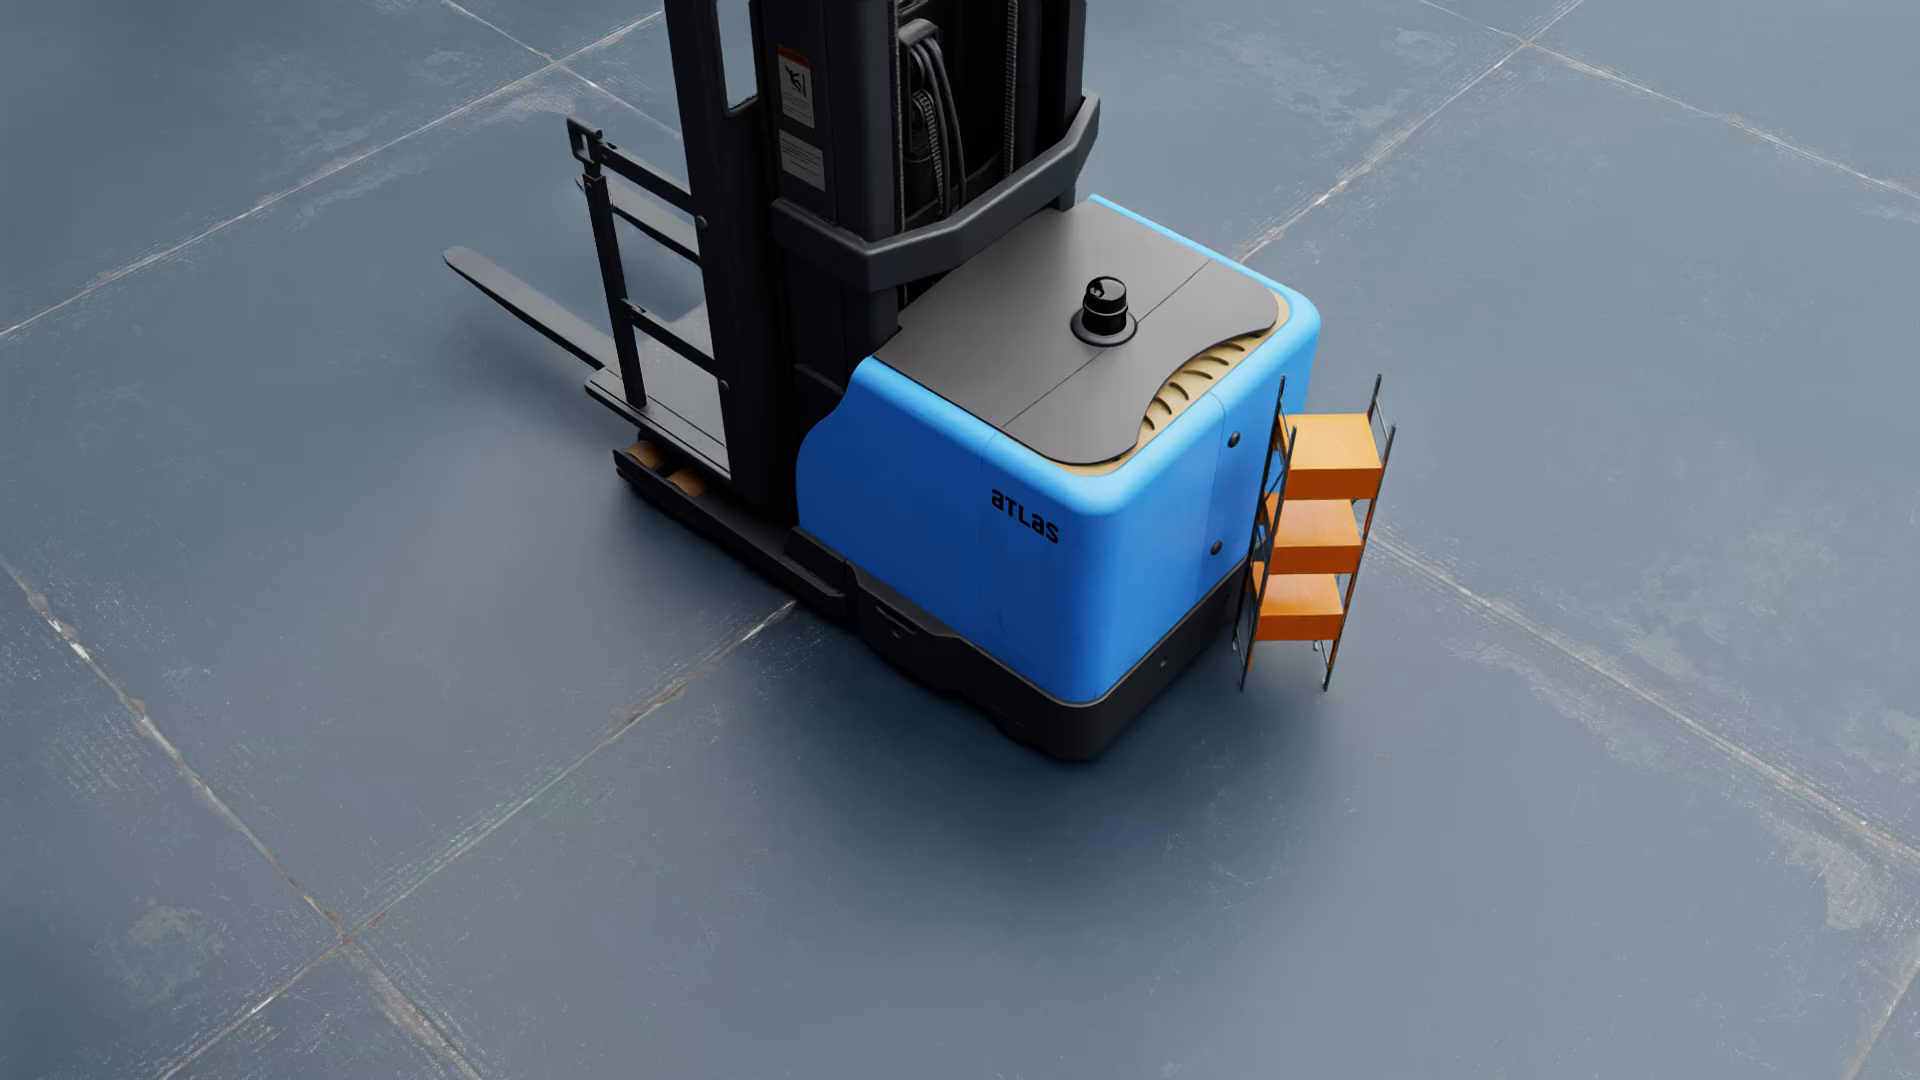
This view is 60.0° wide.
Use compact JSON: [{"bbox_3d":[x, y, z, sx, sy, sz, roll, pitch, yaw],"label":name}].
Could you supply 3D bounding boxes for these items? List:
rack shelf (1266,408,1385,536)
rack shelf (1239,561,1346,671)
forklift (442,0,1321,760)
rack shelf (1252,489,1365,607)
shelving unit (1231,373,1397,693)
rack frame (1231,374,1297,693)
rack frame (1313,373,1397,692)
[{"bbox_3d":[0.941,-0.176,4.320,0.240,0.259,0.215,-1,47,-1],"label":"rack shelf"},{"bbox_3d":[0.939,0.209,4.729,0.240,0.259,0.215,-1,47,-1],"label":"rack shelf"},{"bbox_3d":[-0.476,-1.327,4.485,3.031,2.935,1.130,32,55,27],"label":"forklift"},{"bbox_3d":[0.940,0.018,4.527,0.240,0.259,0.215,-1,47,-1],"label":"rack shelf"},{"bbox_3d":[0.940,0.011,4.519,0.252,1.050,0.215,-1,47,-1],"label":"shelving unit"},{"bbox_3d":[0.818,0.013,4.517,0.008,1.050,0.200,-1,47,-1],"label":"rack frame"},{"bbox_3d":[1.062,0.009,4.521,0.008,1.050,0.200,-1,47,-1],"label":"rack frame"}]
